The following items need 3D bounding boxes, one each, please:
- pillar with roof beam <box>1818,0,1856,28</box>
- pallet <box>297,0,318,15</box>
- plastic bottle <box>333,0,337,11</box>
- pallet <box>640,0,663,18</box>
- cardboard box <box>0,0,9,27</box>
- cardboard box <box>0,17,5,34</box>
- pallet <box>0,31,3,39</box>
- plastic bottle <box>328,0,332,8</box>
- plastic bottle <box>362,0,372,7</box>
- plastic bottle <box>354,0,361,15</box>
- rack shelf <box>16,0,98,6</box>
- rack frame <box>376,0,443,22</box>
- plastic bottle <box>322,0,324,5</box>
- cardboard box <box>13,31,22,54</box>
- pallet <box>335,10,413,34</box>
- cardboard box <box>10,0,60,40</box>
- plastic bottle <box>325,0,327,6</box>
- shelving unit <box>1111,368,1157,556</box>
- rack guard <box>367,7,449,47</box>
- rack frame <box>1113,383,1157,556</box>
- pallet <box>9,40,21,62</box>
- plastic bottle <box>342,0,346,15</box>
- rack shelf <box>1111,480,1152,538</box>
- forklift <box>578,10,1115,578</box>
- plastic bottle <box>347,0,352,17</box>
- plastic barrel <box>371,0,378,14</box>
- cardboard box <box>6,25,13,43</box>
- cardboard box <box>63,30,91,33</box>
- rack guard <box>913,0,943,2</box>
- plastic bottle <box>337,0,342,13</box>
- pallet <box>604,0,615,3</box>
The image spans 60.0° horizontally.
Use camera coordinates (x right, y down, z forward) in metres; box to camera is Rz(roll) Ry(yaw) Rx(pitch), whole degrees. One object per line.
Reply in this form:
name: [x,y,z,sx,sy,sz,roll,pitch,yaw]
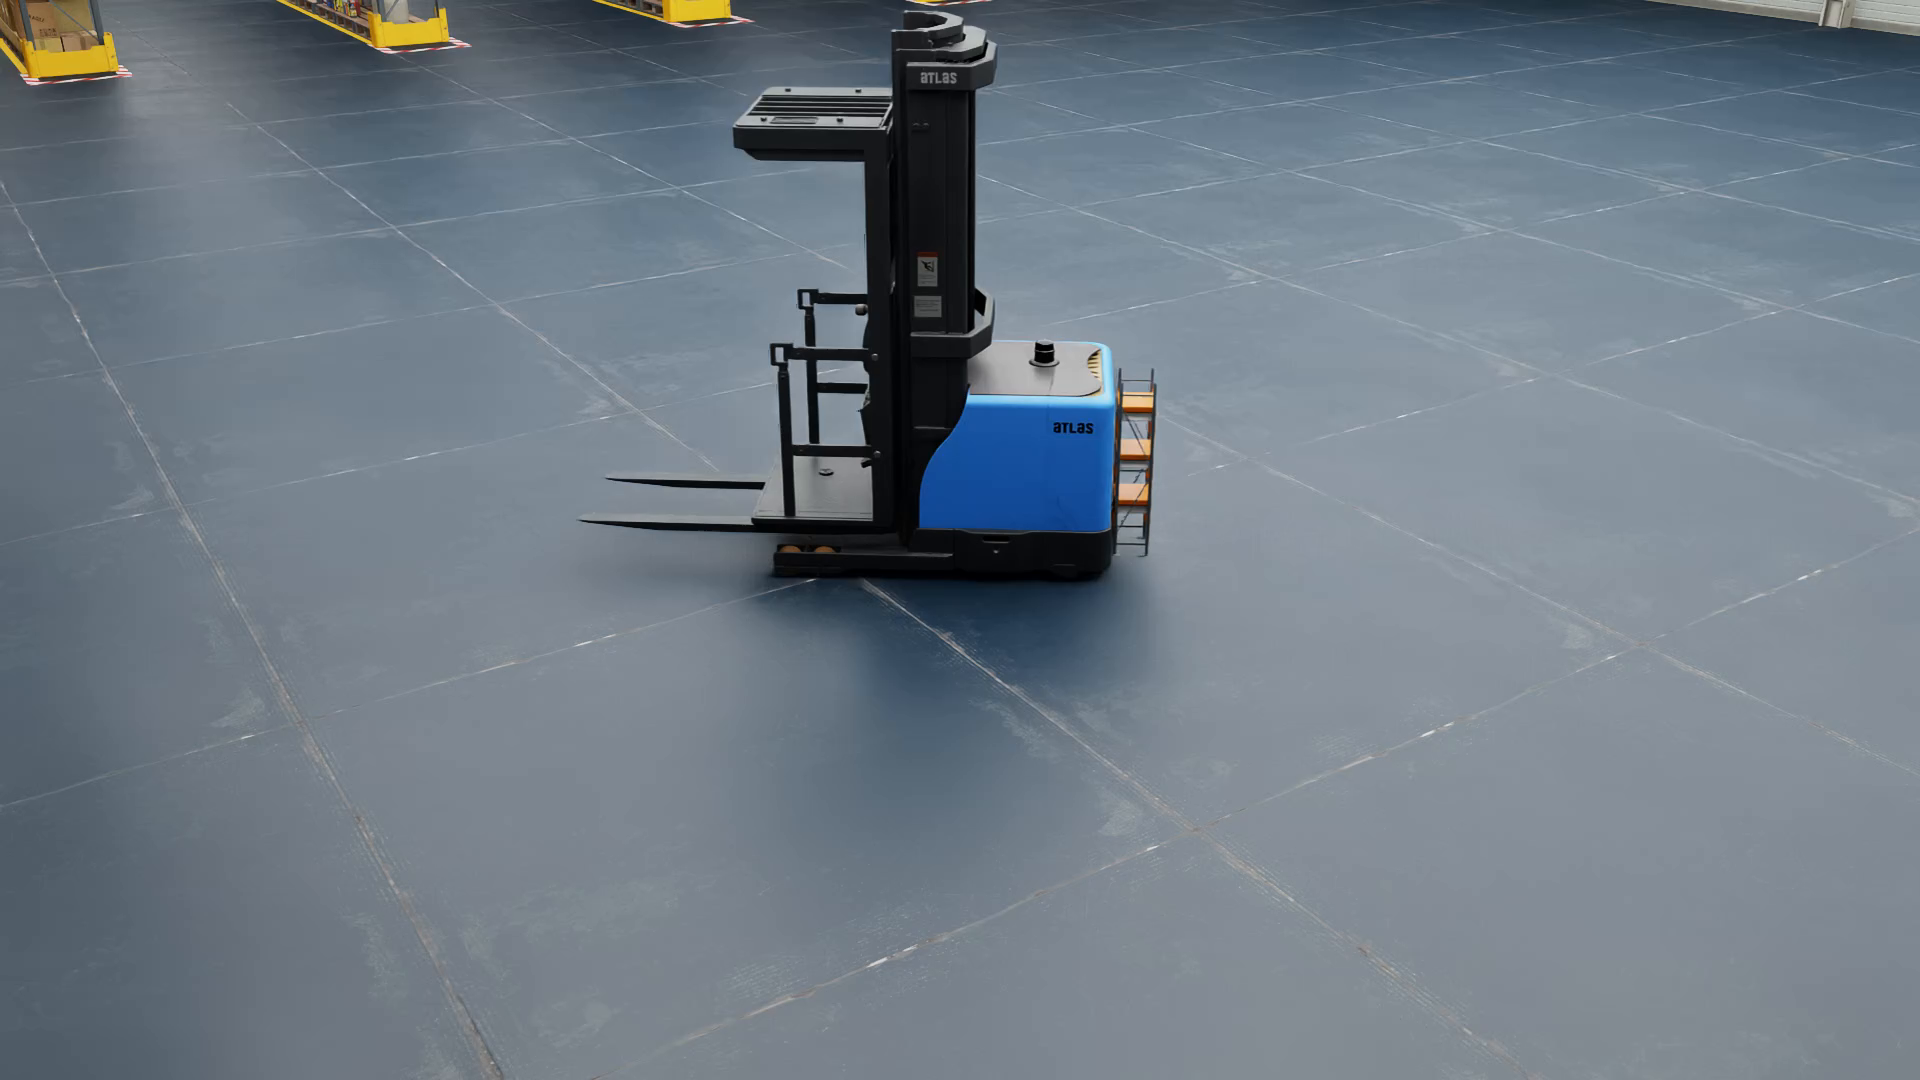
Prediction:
pillar with roof beam: [11.232,-11.786,24.175,9.100,9.000,0.400,-16,29,-30]
pallet: [-11.341,-9.729,30.112,1.003,0.211,1.213,-16,29,-30]
plastic bottle: [-10.629,-9.167,28.322,0.061,0.283,0.133,-14,29,-27]
pallet: [-5.002,-9.507,29.641,1.003,0.211,1.213,-16,29,-30]
cardboard box: [-14.221,-8.076,25.194,0.500,0.500,0.500,-16,29,-30]
cardboard box: [-14.764,-8.095,26.113,0.500,0.250,0.500,-16,29,-30]
pallet: [-15.467,-8.559,27.632,1.003,0.211,1.213,-16,29,-30]
plastic bottle: [-10.787,-9.334,28.596,0.144,0.351,0.185,-15,29,-28]
plastic bottle: [-10.292,-9.410,28.845,0.152,0.276,0.135,-16,29,-30]
plastic bottle: [-10.092,-8.934,27.829,0.061,0.283,0.133,-16,29,-30]
rack shelf: [-13.940,-8.525,25.136,1.077,0.370,4.000,-16,29,-30]
rack frame: [-8.696,-9.287,25.910,1.000,3.000,0.127,-16,29,-30]
plastic bottle: [-11.073,-9.467,28.971,0.097,0.271,0.097,0,25,0]
cardboard box: [-13.672,-7.380,24.598,0.500,0.250,0.500,-16,29,-30]
pallet: [-9.878,-8.770,28.081,1.003,0.211,1.213,-16,29,-30]
cardboard box: [-13.390,-7.543,24.064,0.500,0.500,0.500,-16,29,-30]
plastic bottle: [-10.962,-9.363,28.832,0.097,0.201,0.097,0,25,0]
shelving unit: [0.984,-0.436,9.444,0.215,1.050,0.252,1,25,2]
rack guard: [-8.777,-8.173,26.478,1.175,0.500,0.348,-16,29,-30]
rack frame: [0.979,-0.384,9.334,0.200,1.050,0.008,1,25,2]
pallet: [-13.963,-7.573,25.545,1.003,0.211,1.213,-16,29,-30]
plastic bottle: [-10.256,-8.956,27.882,0.152,0.276,0.135,-16,30,-31]
rack shelf: [0.984,-0.175,9.567,0.215,0.259,0.240,1,25,2]
forklift: [-0.646,-1.342,9.159,3.031,2.935,1.130,1,25,3]
plastic bottle: [-10.145,-8.850,27.651,0.061,0.283,0.133,-15,29,-28]
plastic barrel: [-9.393,-8.749,27.192,0.421,0.512,0.421,0,25,0]
cardboard box: [-14.218,-7.738,25.356,0.500,0.250,0.500,-16,29,-30]
cardboard box: [-13.231,-7.503,24.858,0.500,0.250,0.500,-16,29,-30]
rack guard: [-0.322,-10.423,31.242,1.175,0.500,0.348,-16,29,-30]
plastic bottle: [-10.452,-9.114,28.131,0.144,0.351,0.185,-16,30,-30]
pallet: [-6.334,-10.379,31.490,1.003,0.211,1.213,-16,29,-30]
